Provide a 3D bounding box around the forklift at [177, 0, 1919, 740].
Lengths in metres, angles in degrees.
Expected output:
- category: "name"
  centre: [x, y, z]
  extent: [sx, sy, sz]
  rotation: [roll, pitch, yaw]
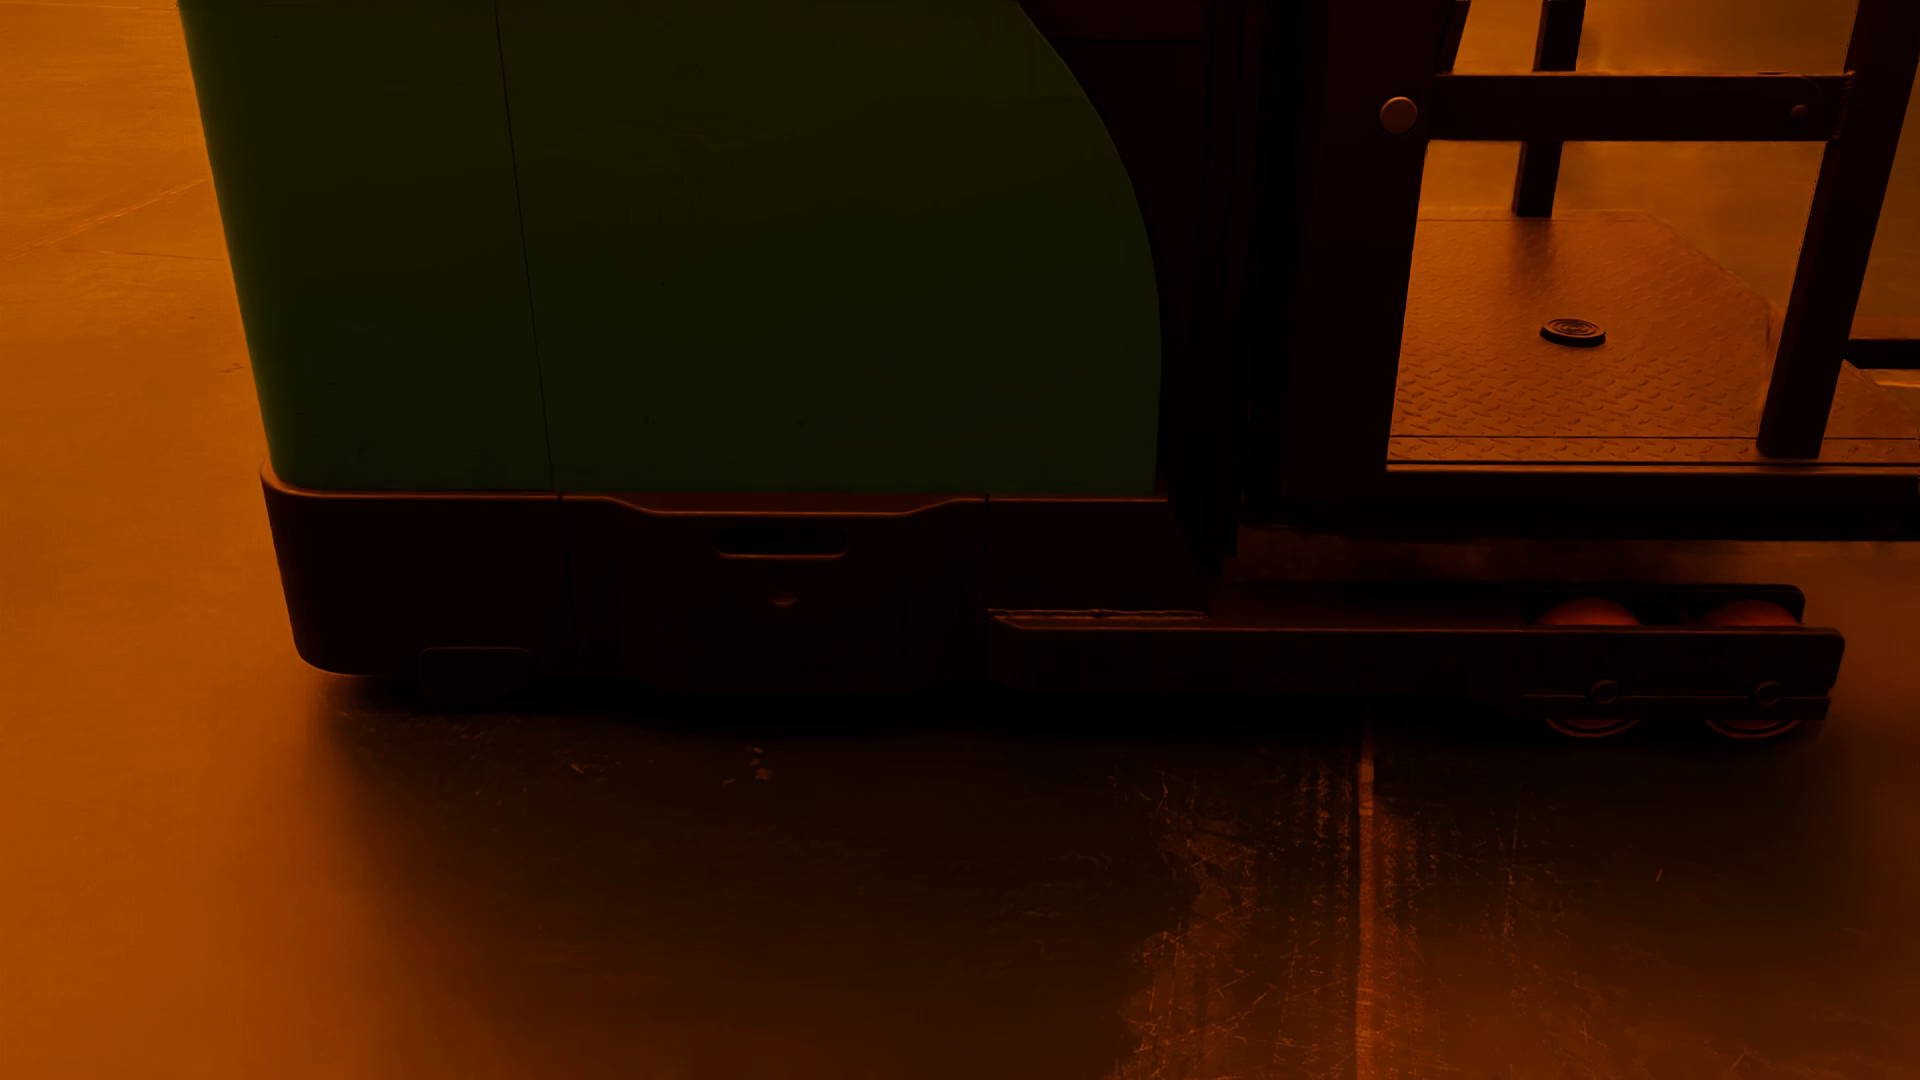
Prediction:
- category: "forklift"
  centre: [0.683, -1.309, 1.841]
  extent: [3.031, 2.935, 1.130]
  rotation: [0, 27, 1]
